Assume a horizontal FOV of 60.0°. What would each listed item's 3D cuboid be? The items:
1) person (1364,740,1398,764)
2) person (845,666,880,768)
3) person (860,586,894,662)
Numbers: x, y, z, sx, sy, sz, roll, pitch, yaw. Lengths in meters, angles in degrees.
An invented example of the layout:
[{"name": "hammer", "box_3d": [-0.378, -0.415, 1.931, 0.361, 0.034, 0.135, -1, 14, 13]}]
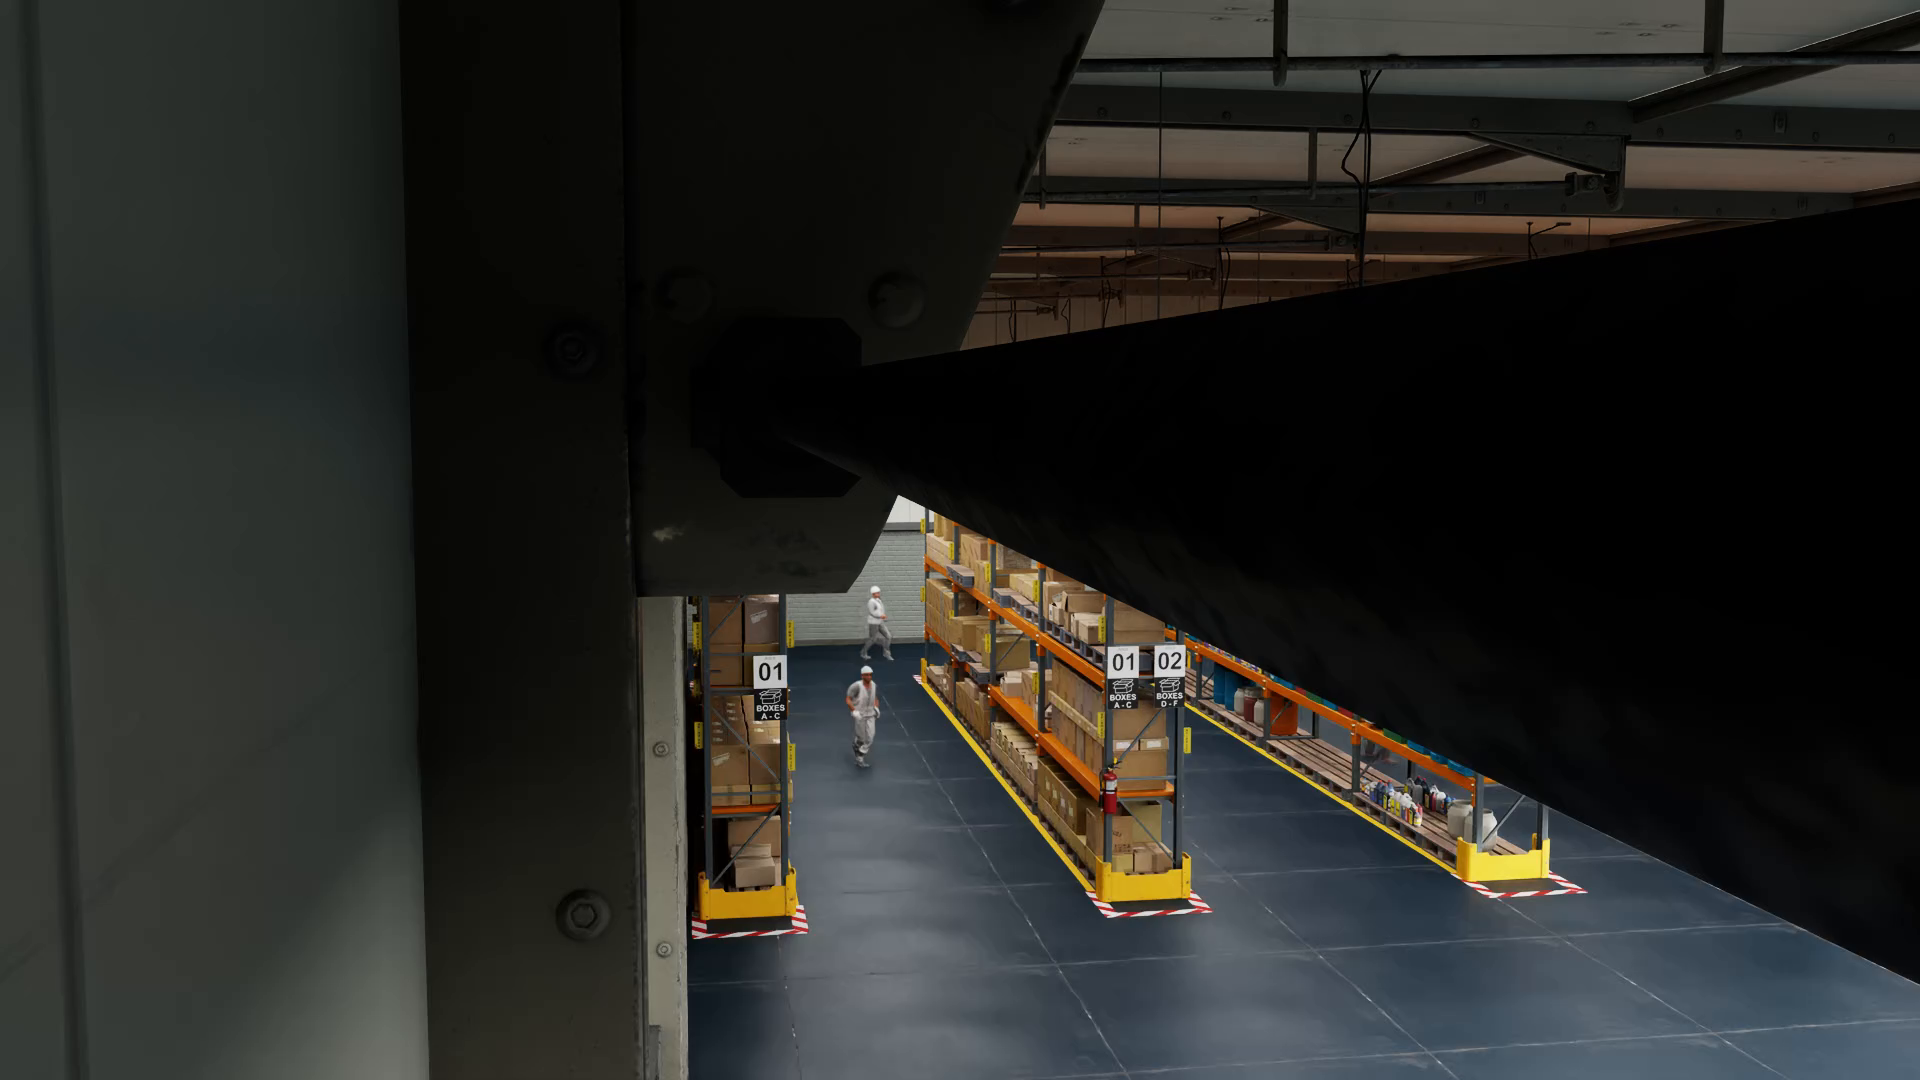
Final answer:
[{"name": "person", "box_3d": [7.357, 3.035, 28.629, 0.822, 1.583, 0.661, 3, 6, 27]}, {"name": "person", "box_3d": [-1.682, 2.984, 28.322, 0.651, 1.734, 0.627, -3, 6, -30]}, {"name": "person", "box_3d": [-1.980, 1.988, 39.283, 0.798, 1.809, 0.667, 2, 5, 20]}]
